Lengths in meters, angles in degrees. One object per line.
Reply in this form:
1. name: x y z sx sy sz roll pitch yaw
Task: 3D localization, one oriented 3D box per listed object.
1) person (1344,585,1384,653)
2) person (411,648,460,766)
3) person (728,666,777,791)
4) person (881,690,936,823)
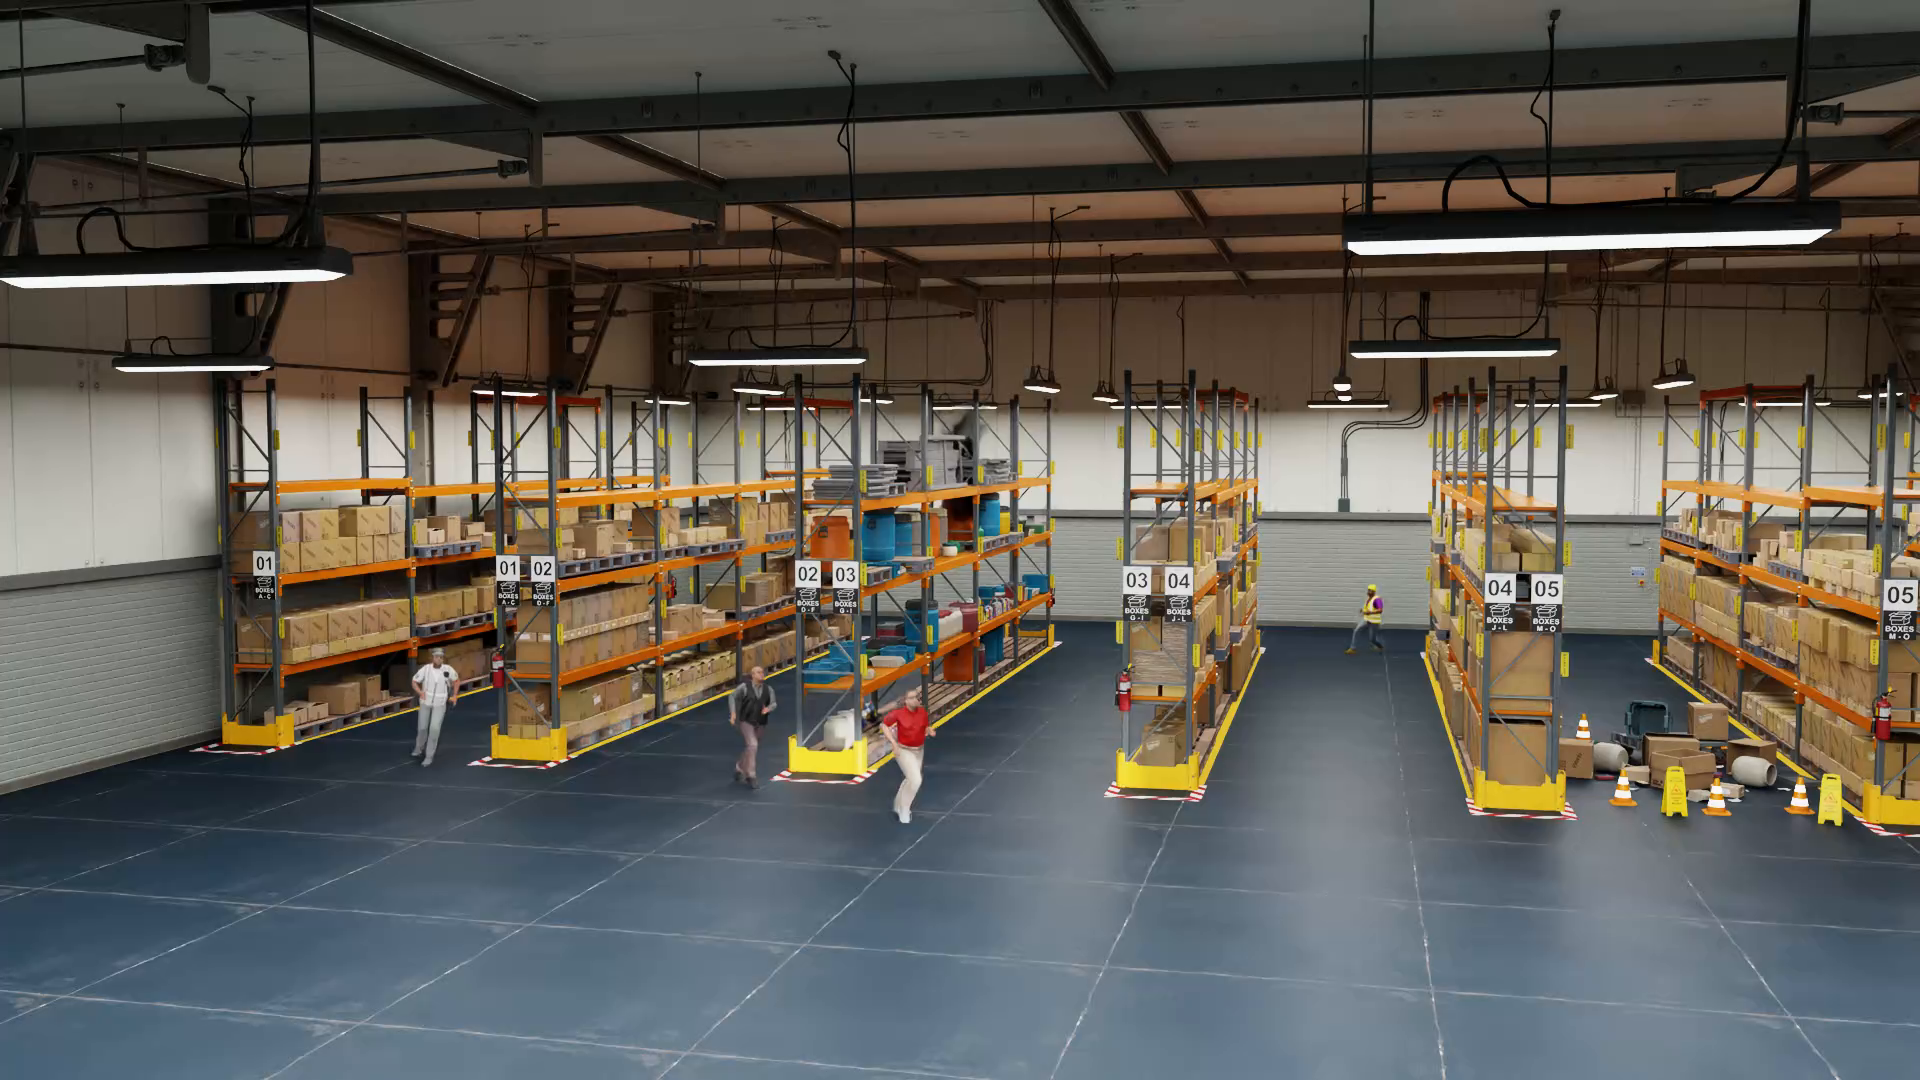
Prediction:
1. person: 9.601 1.856 38.868 1.060 1.618 0.741 -2 4 -33
2. person: -8.206 2.574 25.947 0.743 1.798 0.885 -1 4 -12
3. person: -2.963 2.695 24.128 0.648 1.714 0.815 -2 4 -32
4. person: -0.628 2.853 21.888 0.627 1.777 0.738 -3 5 -42
